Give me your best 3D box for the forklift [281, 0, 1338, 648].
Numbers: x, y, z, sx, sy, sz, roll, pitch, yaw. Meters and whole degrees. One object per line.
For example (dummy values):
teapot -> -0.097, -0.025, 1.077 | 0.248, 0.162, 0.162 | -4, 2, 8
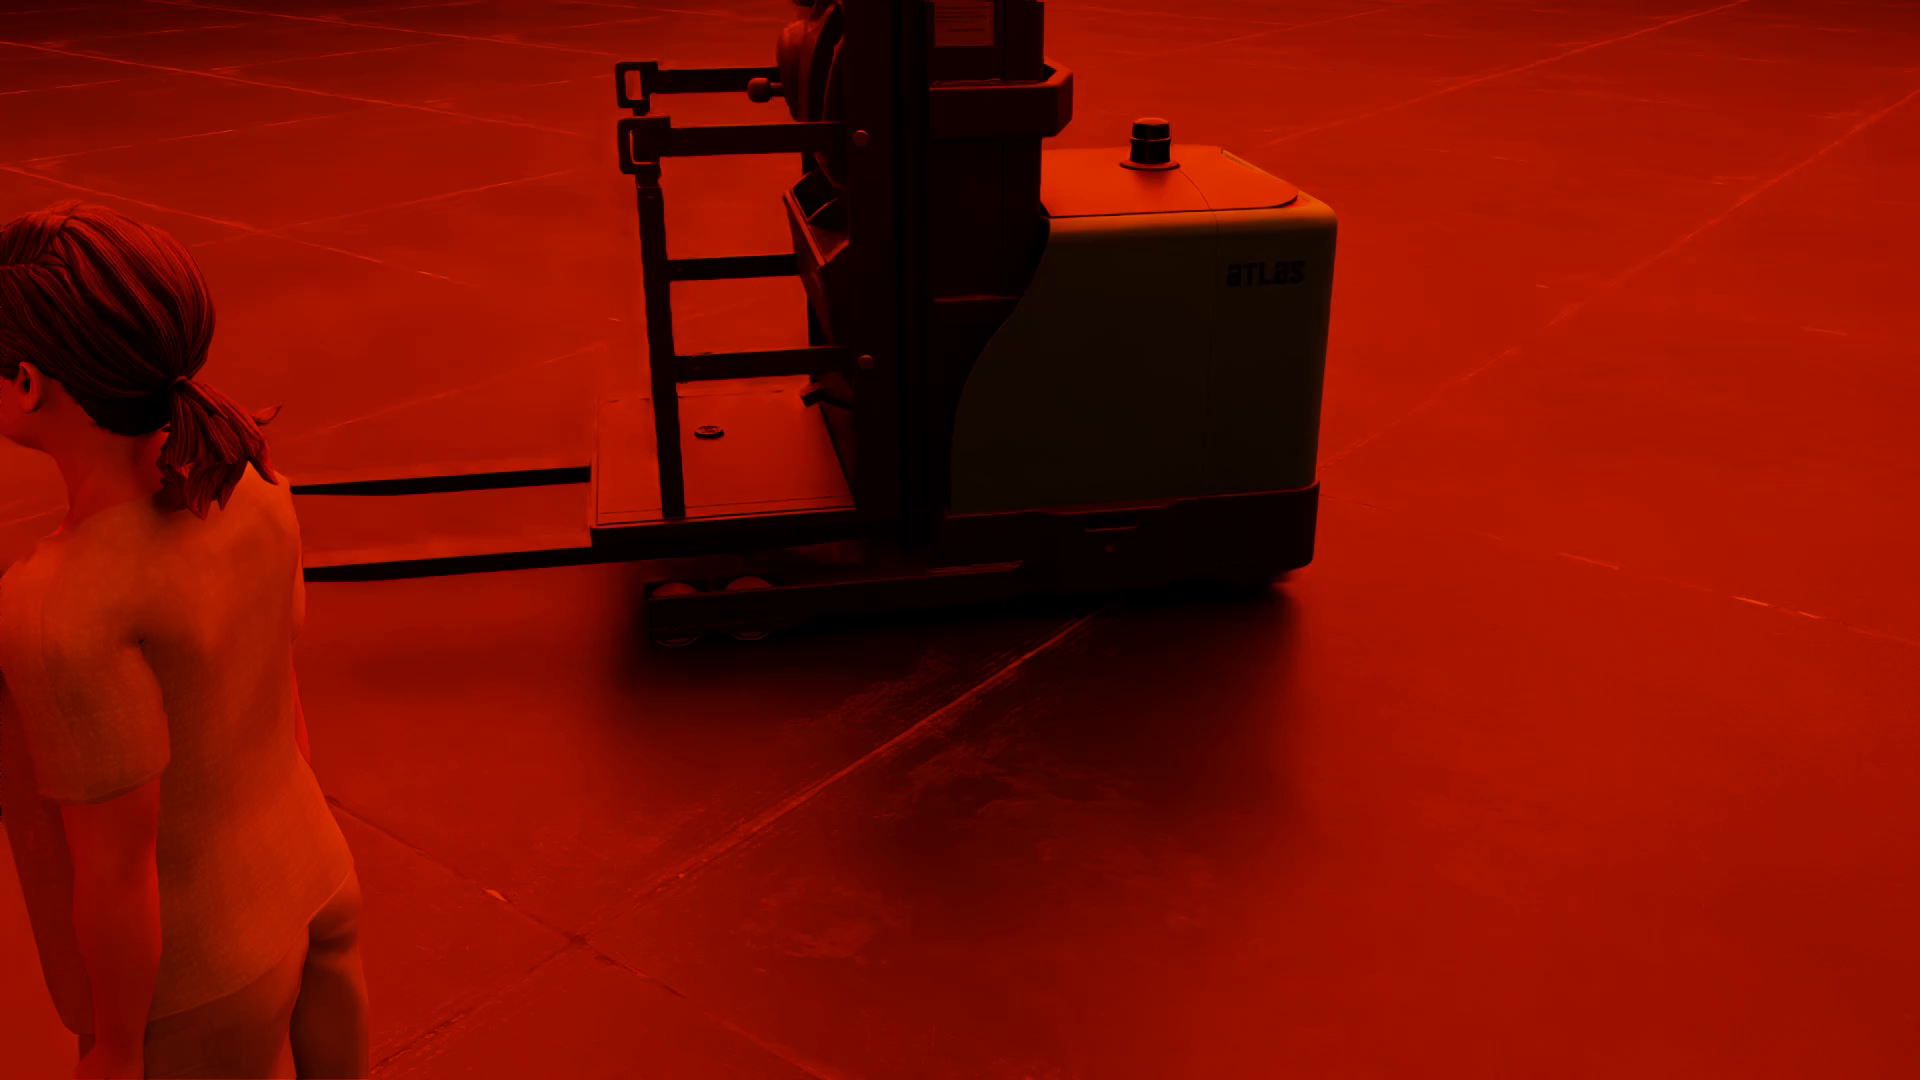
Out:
forklift -> -0.568, -1.291, 4.307 | 3.031, 2.935, 1.130 | -4, 24, -10

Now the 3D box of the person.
person -> -0.841, 0.461, 1.852 | 0.379, 1.671, 0.436 | 2, 24, 5
